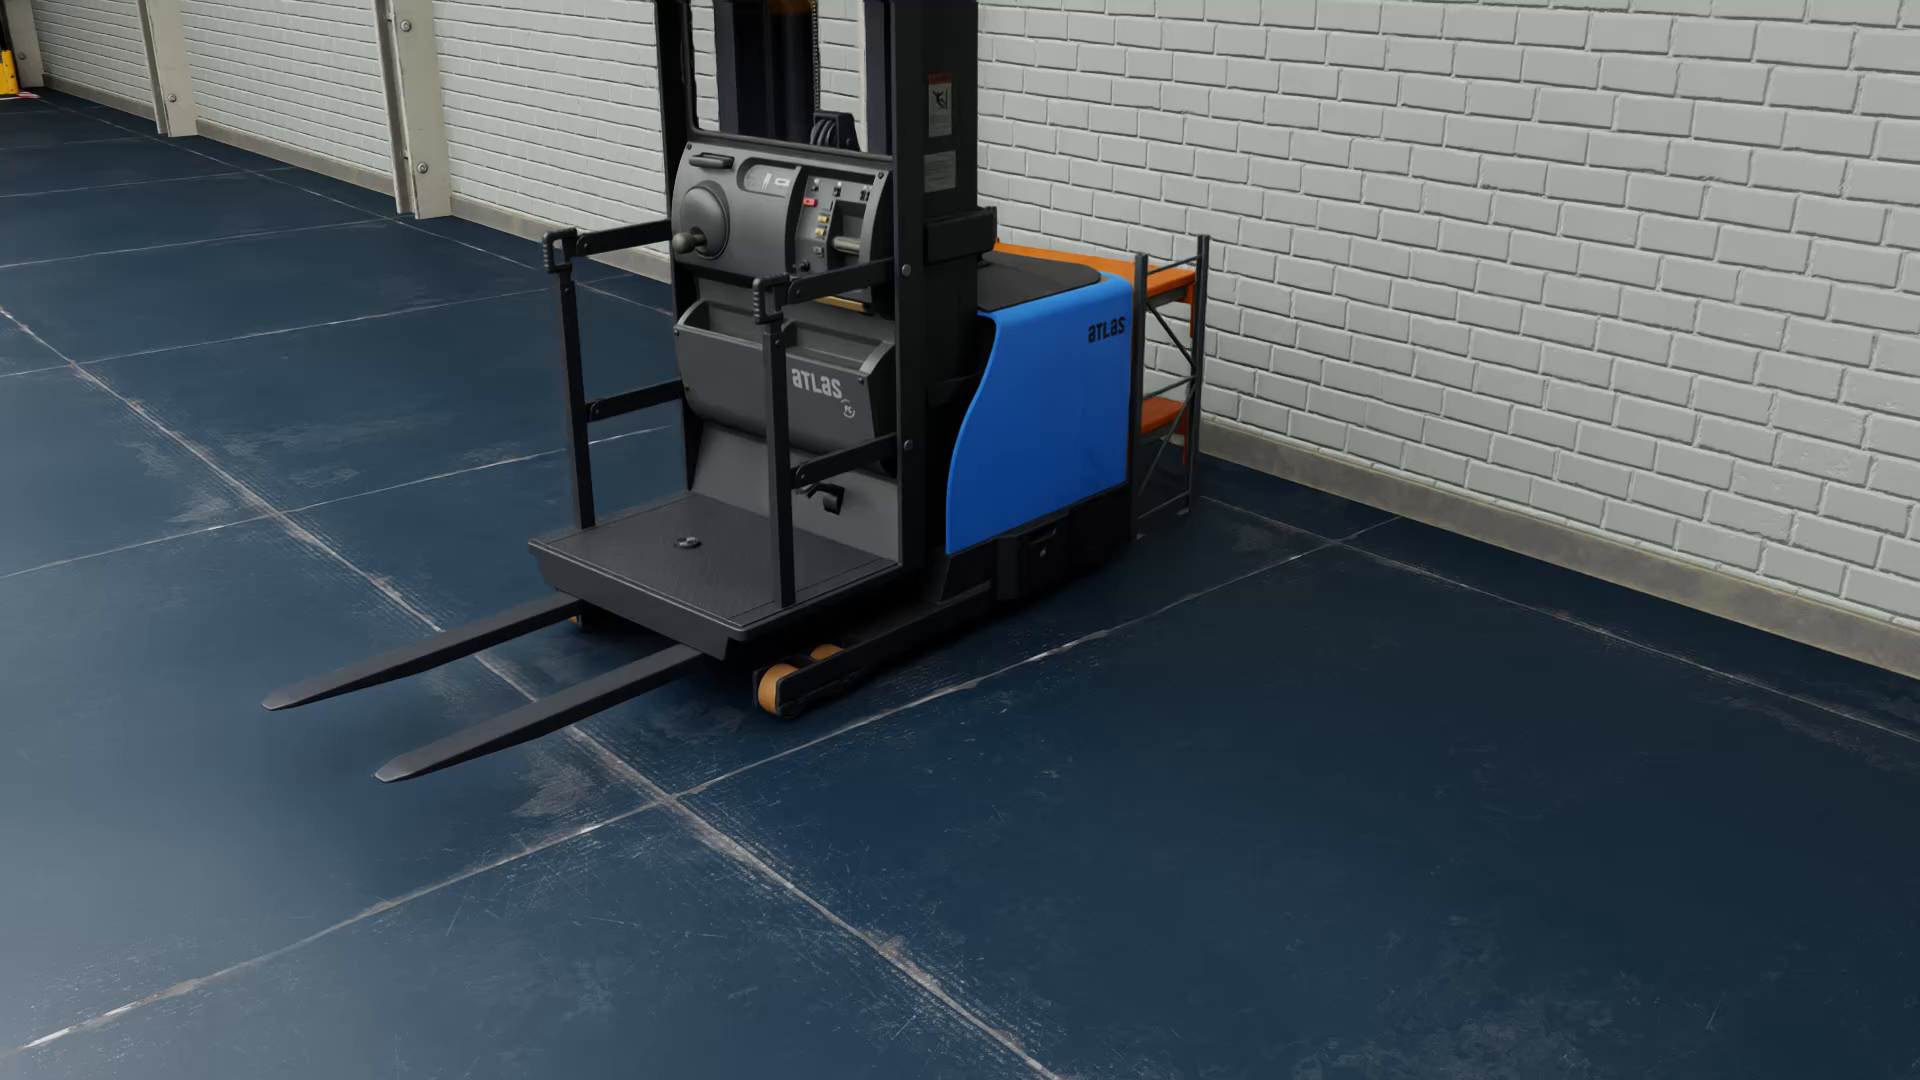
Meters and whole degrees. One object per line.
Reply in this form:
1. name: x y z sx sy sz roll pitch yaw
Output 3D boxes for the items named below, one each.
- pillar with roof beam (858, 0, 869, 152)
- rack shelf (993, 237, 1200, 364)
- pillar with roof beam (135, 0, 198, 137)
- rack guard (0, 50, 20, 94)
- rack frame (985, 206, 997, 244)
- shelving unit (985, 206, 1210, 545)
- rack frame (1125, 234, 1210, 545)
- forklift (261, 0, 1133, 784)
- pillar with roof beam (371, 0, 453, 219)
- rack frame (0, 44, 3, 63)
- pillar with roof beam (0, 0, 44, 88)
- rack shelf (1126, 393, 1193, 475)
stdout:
1. pillar with roof beam: -3.519 -4.062 4.517 9.100 9.000 0.400 -17 27 -37
2. rack shelf: 0.395 -0.966 6.606 1.000 0.278 0.538 16 26 34
3. pillar with roof beam: -11.352 -7.378 12.982 9.100 9.000 0.400 -17 27 -37
4. rack guard: -12.220 -5.689 20.325 1.175 0.500 0.348 -17 27 -37
5. rack frame: -0.009 -0.806 7.000 0.032 1.125 0.500 16 26 34
6. shelving unit: 0.395 -0.694 6.713 1.048 1.125 0.538 16 26 34
7. rack frame: 0.799 -0.581 6.426 0.032 1.125 0.500 16 26 34
8. forklift: -0.719 -1.026 5.086 1.130 2.935 3.031 18 28 38
9. pillar with roof beam: -7.436 -5.720 8.749 9.100 9.000 0.400 -17 27 -37
10. rack frame: -12.236 -6.860 19.886 1.000 3.000 0.127 -17 27 -37
11. pillar with roof beam: -15.269 -9.036 17.214 9.100 9.000 0.400 -17 27 -37
12. rack shelf: 0.395 -0.466 6.802 1.000 0.278 0.538 16 26 34
